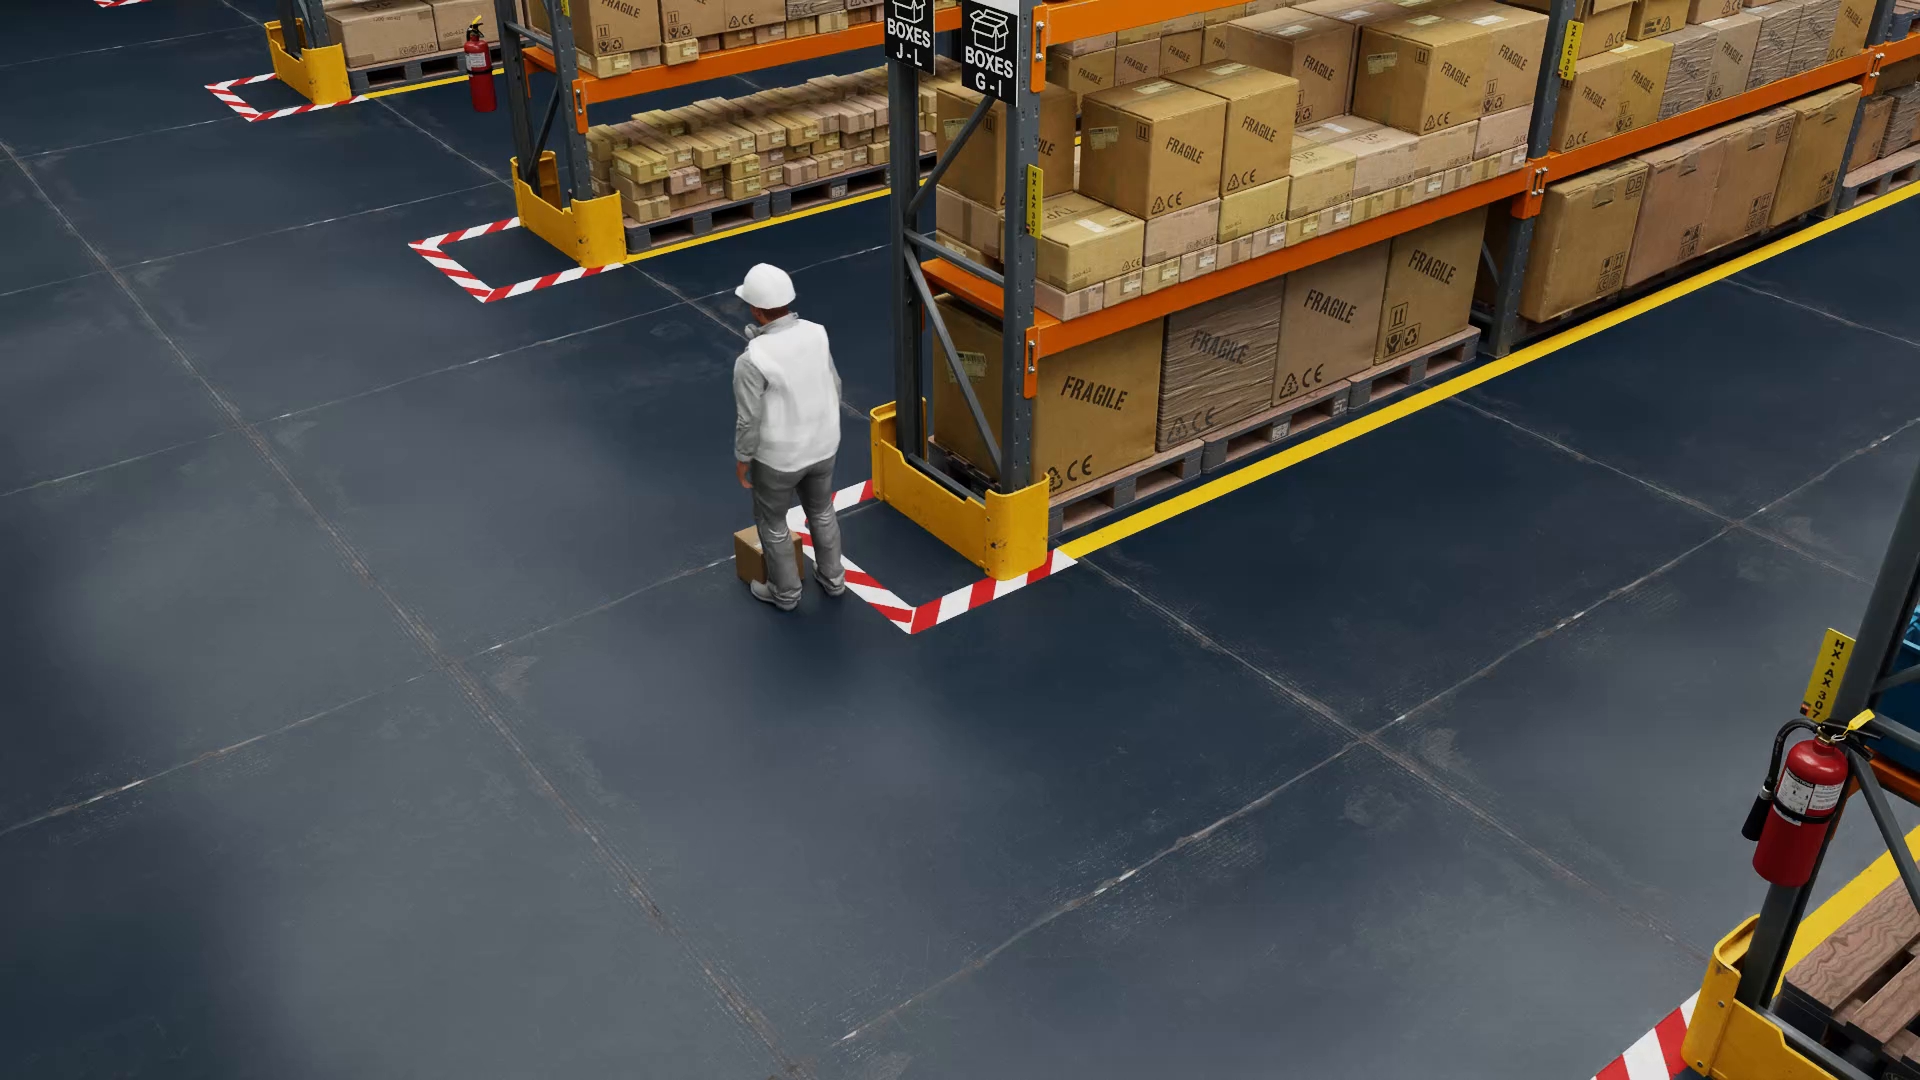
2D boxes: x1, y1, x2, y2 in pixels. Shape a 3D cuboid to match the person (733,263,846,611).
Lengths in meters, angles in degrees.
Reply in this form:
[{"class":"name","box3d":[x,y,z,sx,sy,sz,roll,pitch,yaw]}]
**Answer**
[{"class":"person","box3d":[-0.810,-0.455,7.842,0.594,1.769,0.471,-25,40,-34]}]
